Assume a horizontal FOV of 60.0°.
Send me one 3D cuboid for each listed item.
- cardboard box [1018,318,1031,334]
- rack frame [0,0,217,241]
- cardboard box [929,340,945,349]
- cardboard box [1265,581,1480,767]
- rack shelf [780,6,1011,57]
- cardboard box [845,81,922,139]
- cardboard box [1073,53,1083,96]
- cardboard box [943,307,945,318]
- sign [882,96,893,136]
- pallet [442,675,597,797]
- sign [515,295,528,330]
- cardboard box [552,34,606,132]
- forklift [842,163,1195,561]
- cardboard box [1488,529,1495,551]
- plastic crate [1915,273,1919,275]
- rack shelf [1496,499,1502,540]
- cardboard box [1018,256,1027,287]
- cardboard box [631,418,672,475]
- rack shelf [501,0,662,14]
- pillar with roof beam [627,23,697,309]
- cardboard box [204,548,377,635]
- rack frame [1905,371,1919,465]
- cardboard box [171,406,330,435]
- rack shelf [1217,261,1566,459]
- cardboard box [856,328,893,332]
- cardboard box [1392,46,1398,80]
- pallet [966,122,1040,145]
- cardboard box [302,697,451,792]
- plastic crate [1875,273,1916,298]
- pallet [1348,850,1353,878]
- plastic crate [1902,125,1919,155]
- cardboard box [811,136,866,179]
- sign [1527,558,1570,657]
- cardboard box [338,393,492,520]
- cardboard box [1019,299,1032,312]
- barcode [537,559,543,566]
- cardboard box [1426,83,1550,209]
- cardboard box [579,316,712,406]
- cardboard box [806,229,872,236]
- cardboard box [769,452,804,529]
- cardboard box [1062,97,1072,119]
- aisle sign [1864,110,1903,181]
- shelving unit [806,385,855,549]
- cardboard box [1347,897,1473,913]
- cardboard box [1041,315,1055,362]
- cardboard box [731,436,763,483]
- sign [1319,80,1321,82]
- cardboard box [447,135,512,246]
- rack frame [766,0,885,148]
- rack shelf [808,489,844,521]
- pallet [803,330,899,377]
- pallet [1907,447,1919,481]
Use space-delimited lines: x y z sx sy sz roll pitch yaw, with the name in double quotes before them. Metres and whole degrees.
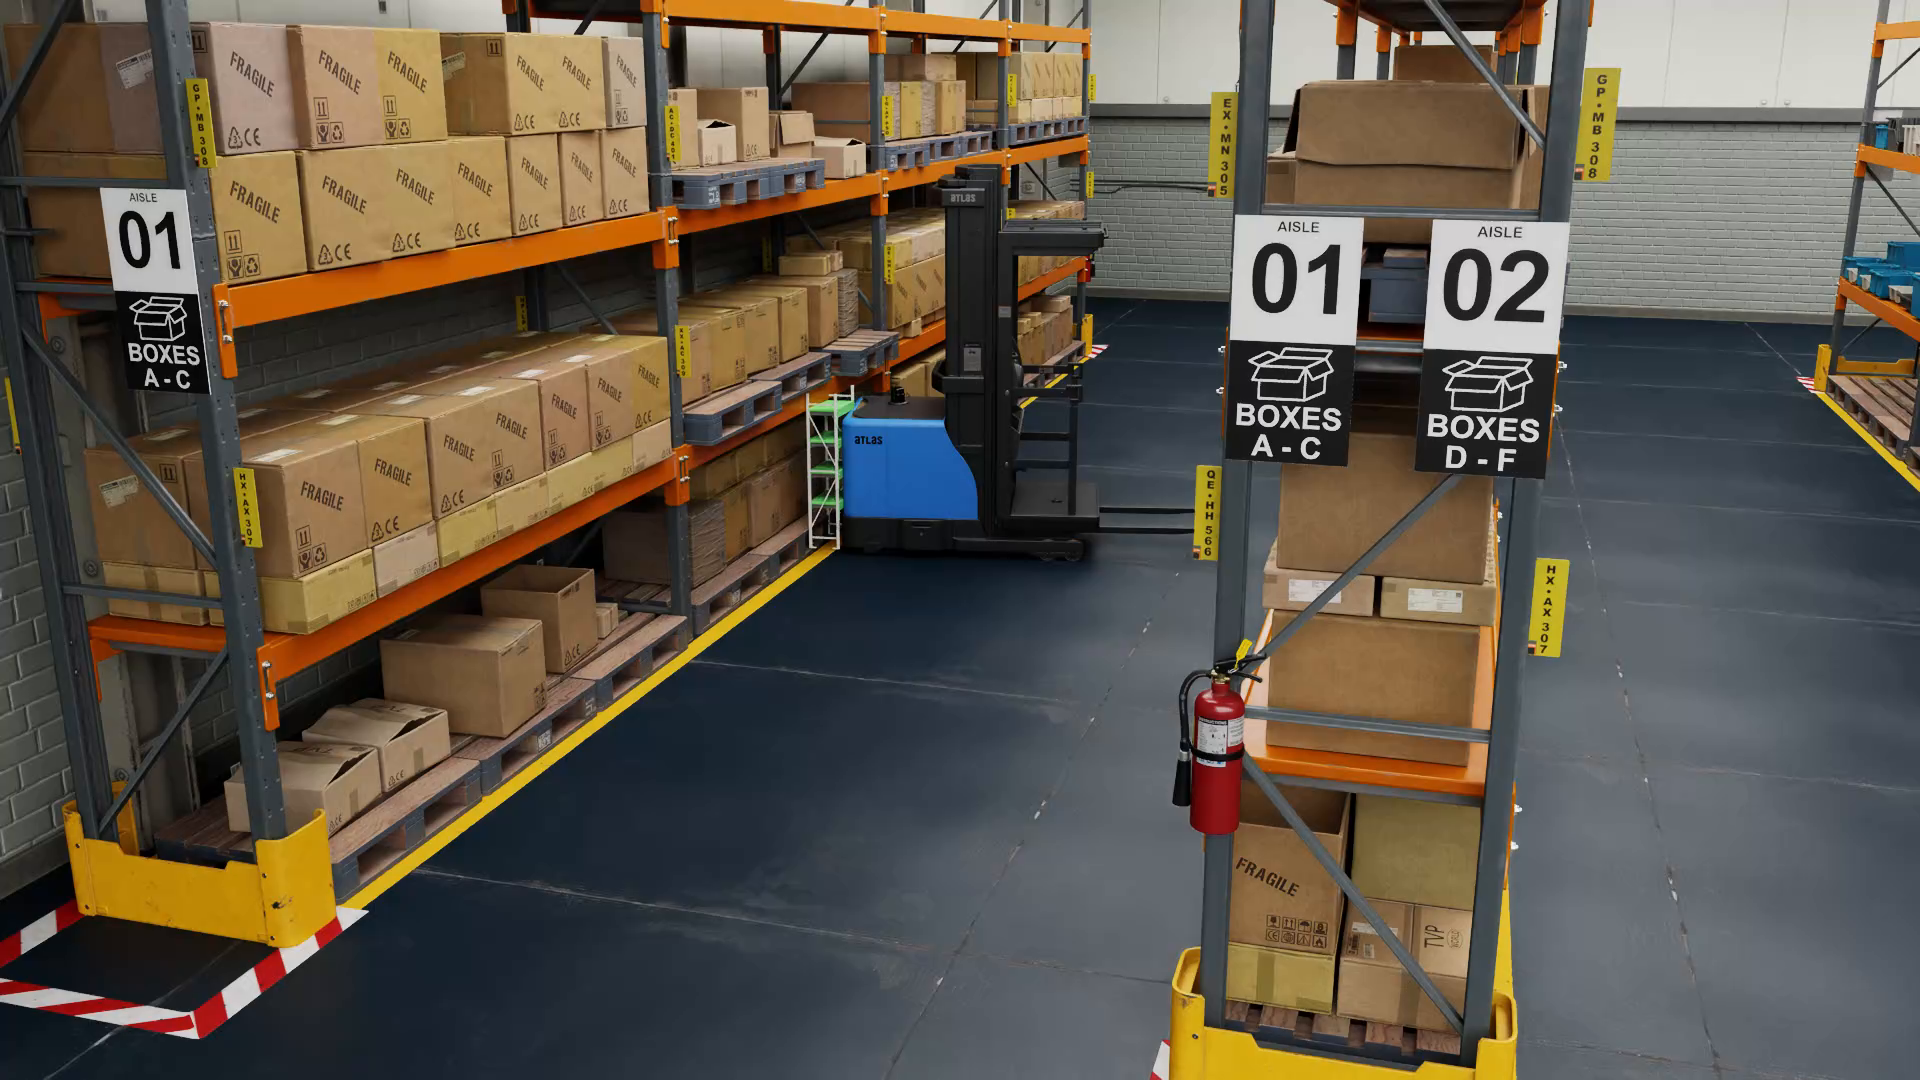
"cardboard box" 0.599 -2.470 19.162 0.380 0.149 0.250 5 17 18
"rack frame" -3.395 -2.642 6.152 1.000 3.000 0.127 5 16 16
"cardboard box" -0.294 -1.650 16.819 0.750 0.750 0.750 5 17 18
"cardboard box" 1.501 0.458 6.033 0.700 0.500 0.500 5 16 16
"rack shelf" -0.553 -4.719 15.528 1.077 0.370 4.000 5 16 16
"cardboard box" -0.768 -3.969 15.339 0.700 0.500 0.500 6 17 19
"cardboard box" 1.206 -5.711 20.417 0.500 0.500 0.500 5 16 16
"cardboard box" -0.299 -2.276 16.280 0.380 0.149 0.250 5 17 18
"sign" -0.601 -3.498 13.719 0.100 0.325 0.005 5 16 16
"pallet" -2.760 1.038 9.282 1.003 0.211 1.213 5 16 16
"sign" -2.791 -1.401 10.650 0.100 0.325 0.005 5 16 16
"cardboard box" -2.287 -2.487 9.050 0.500 0.500 0.500 6 17 19
"forklift" 0.625 -1.397 12.885 3.031 2.935 1.130 1 16 4
"cardboard box" 1.819 0.047 6.294 0.380 0.149 0.250 5 16 16
"plastic crate" 10.593 -2.848 18.246 0.396 0.136 0.243 5 16 16
"rack shelf" 3.061 -0.596 11.252 1.077 0.370 4.000 5 16 16
"cardboard box" 0.185 -3.180 18.494 0.980 0.700 0.700 5 17 17
"cardboard box" -2.102 -0.592 10.158 0.500 0.250 0.500 5 16 16
"rack shelf" -2.826 -2.817 8.095 1.077 0.370 4.000 5 16 16
"pillar with roof beam" 1.808 -4.128 11.391 9.100 9.000 0.400 5 16 16
"cardboard box" -2.951 0.204 7.351 0.500 0.250 0.500 4 16 14
"rack frame" 9.514 -2.127 15.330 1.000 3.000 0.127 5 16 16
"cardboard box" -3.312 -0.324 7.840 0.500 0.500 0.500 5 17 17
"rack shelf" 1.924 -0.993 7.153 1.077 0.370 4.000 5 16 16
"cardboard box" -0.805 -1.805 14.621 0.380 0.149 0.250 4 16 15
"cardboard box" 2.845 -2.662 9.850 0.500 0.500 0.500 6 17 21
"pallet" 0.258 -4.509 18.394 1.003 0.211 1.213 5 16 16
"cardboard box" -2.950 1.003 8.417 0.500 0.311 0.500 6 17 20
"plastic crate" 9.806 -2.660 17.406 0.416 0.233 0.300 5 16 16
"pallet" 1.882 1.448 7.838 1.003 0.211 1.213 5 16 16
"plastic crate" 9.725 -4.003 16.667 0.437 0.282 0.530 5 16 16
"cardboard box" -1.067 -3.049 13.212 0.500 0.311 0.500 5 16 16
"sign" 1.886 0.218 5.333 0.100 0.325 0.005 5 16 16
"cardboard box" -2.668 -0.419 8.172 0.500 0.500 0.500 4 16 14
"cardboard box" 0.678 -2.912 20.723 0.380 0.149 0.250 5 17 16
"barcode" -2.641 0.158 10.465 0.001 0.075 0.075 5 16 16
"cardboard box" 2.090 -1.546 6.577 0.500 0.500 0.500 5 16 16
"cardboard box" -2.081 -1.192 11.046 0.700 0.500 0.500 5 16 16
"cardboard box" -1.090 -2.684 15.156 0.500 0.250 0.500 4 16 14
"cardboard box" -1.648 -0.407 13.043 0.700 0.500 0.500 5 16 16
"cardboard box" 1.052 -5.214 20.040 0.500 0.250 0.500 4 16 14
"aisle sign" 10.387 -4.466 18.813 0.394 0.787 0.004 5 16 16
"shelving unit" -0.996 -0.575 12.917 0.258 1.200 0.503 3 13 11
"cardboard box" 1.860 1.494 6.833 0.500 0.250 0.500 5 16 16
"cardboard box" 0.765 -2.488 20.414 0.700 0.500 0.500 4 16 14
"cardboard box" -1.798 -0.618 12.410 0.500 0.250 0.500 4 16 14
"sign" 1.970 -2.302 8.926 0.100 0.325 0.005 5 16 16
"cardboard box" -2.597 -1.740 8.250 0.500 0.500 0.500 6 17 19
"rack frame" -1.121 -4.735 13.531 1.000 3.000 0.127 5 16 16
"rack shelf" -0.995 -0.279 12.987 0.258 0.148 0.480 3 13 11
"pallet" -1.221 -1.562 13.689 1.213 0.211 1.003 5 16 16
"pallet" 9.255 -0.587 15.011 1.003 0.211 1.213 5 16 16
